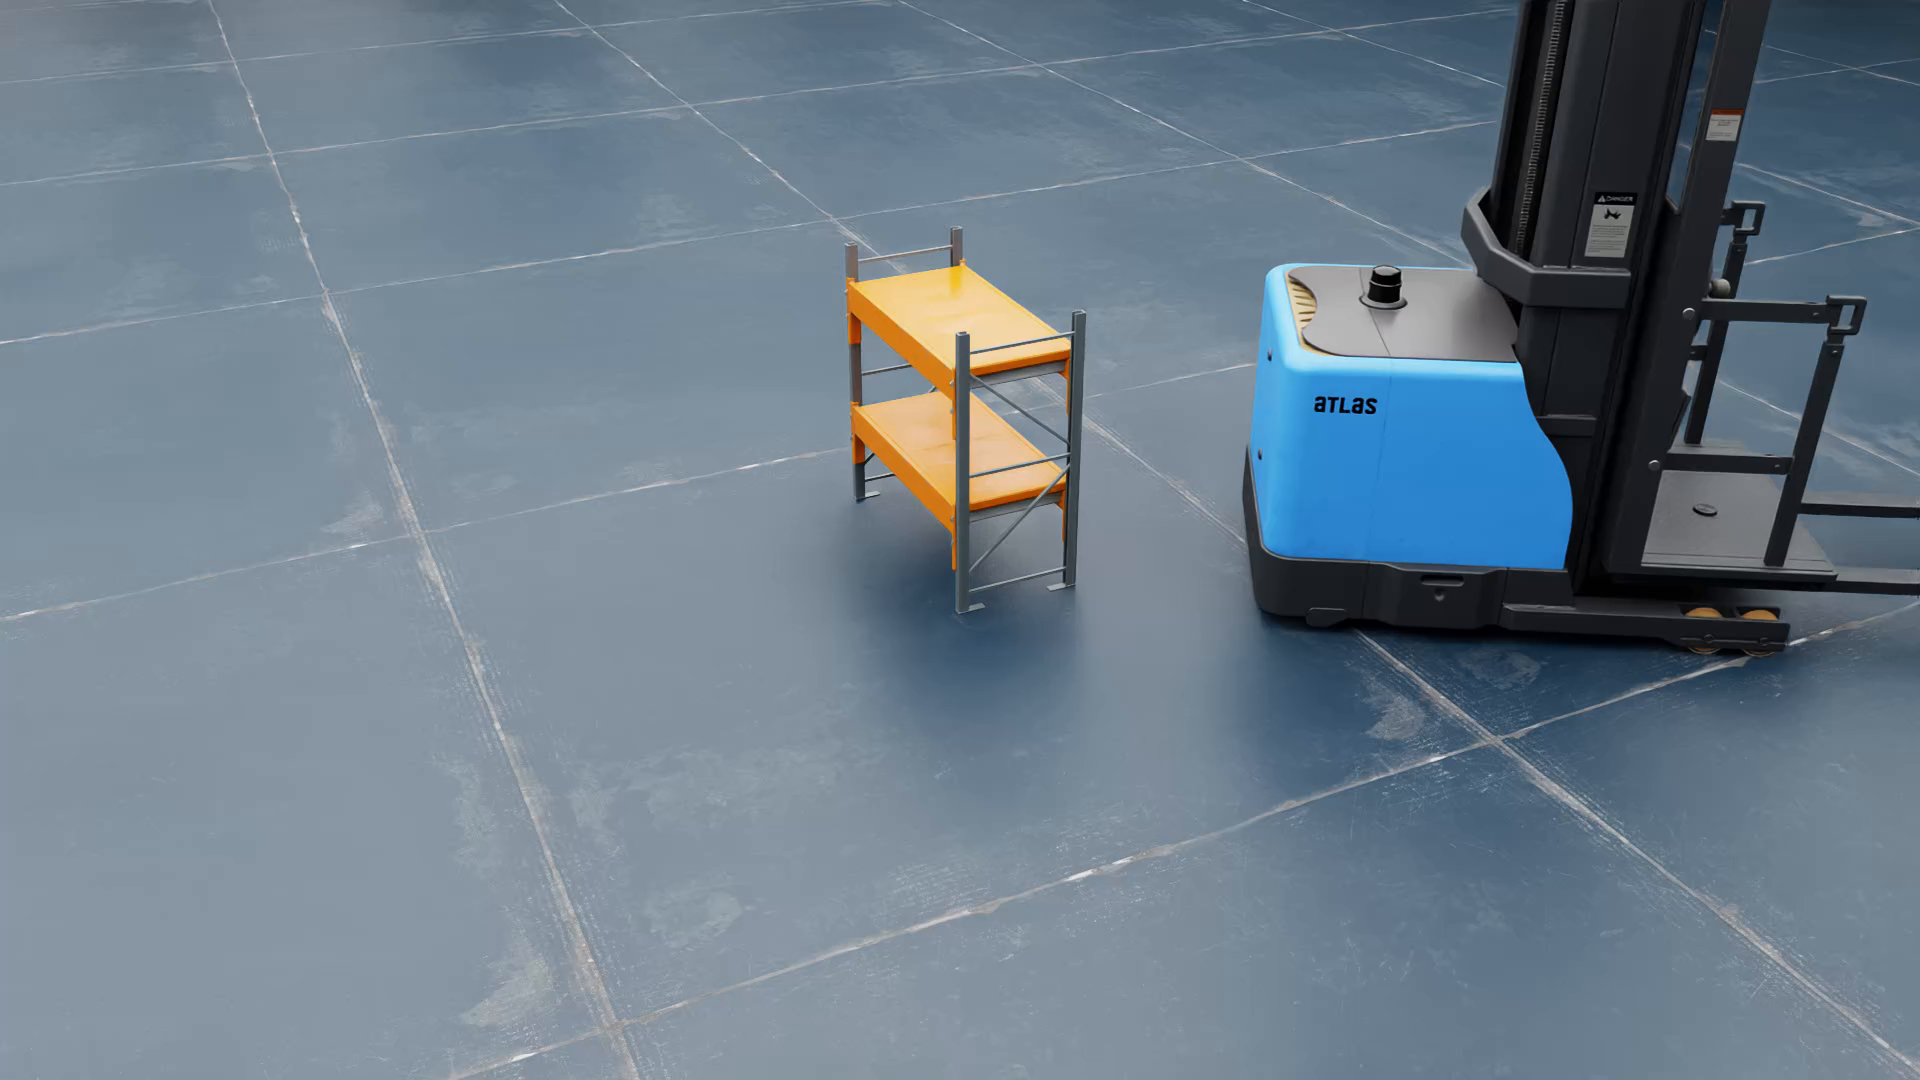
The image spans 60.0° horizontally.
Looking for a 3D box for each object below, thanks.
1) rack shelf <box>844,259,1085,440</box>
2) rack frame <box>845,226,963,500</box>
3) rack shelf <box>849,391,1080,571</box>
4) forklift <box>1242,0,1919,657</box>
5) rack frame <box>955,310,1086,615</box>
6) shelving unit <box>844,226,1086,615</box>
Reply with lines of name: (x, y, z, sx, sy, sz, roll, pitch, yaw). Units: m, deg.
rack shelf: (-0.003, -0.749, 6.337, 0.538, 0.278, 1.000, -13, 32, -22)
rack frame: (-0.221, -0.718, 6.881, 0.500, 1.125, 0.032, -13, 32, -22)
rack shelf: (-0.003, -0.280, 6.600, 0.538, 0.278, 1.000, -13, 32, -22)
forklift: (2.647, -1.130, 5.769, 3.031, 2.935, 1.130, 3, 29, 5)
rack frame: (0.215, -0.269, 6.080, 0.500, 1.125, 0.032, -13, 32, -22)
shelving unit: (-0.003, -0.494, 6.480, 0.538, 1.125, 1.048, -13, 32, -22)
